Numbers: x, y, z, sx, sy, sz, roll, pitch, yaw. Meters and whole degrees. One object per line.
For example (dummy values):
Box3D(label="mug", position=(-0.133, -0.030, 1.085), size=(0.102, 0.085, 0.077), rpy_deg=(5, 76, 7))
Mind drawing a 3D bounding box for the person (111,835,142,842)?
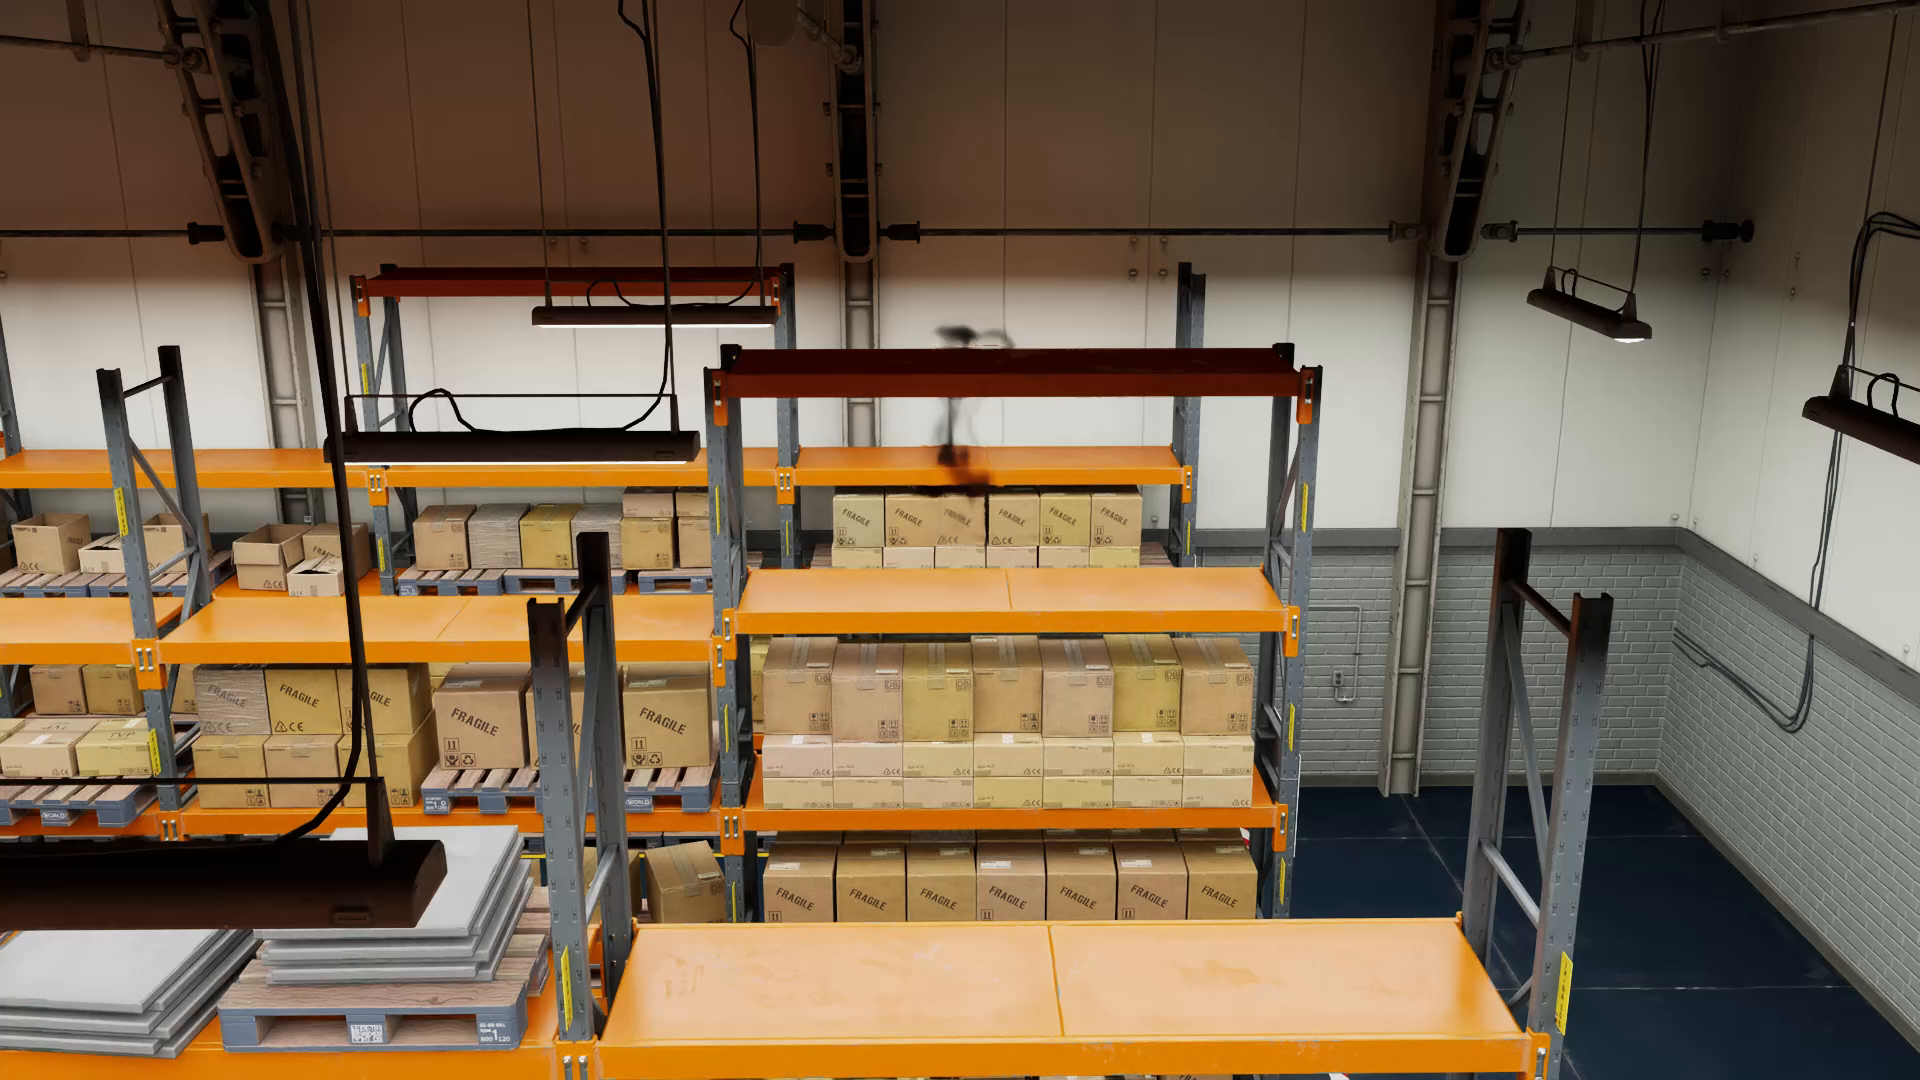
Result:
Box3D(label="person", position=(-6.960, 3.253, 14.472), size=(0.916, 1.654, 0.562), rpy_deg=(-1, 16, -2))
